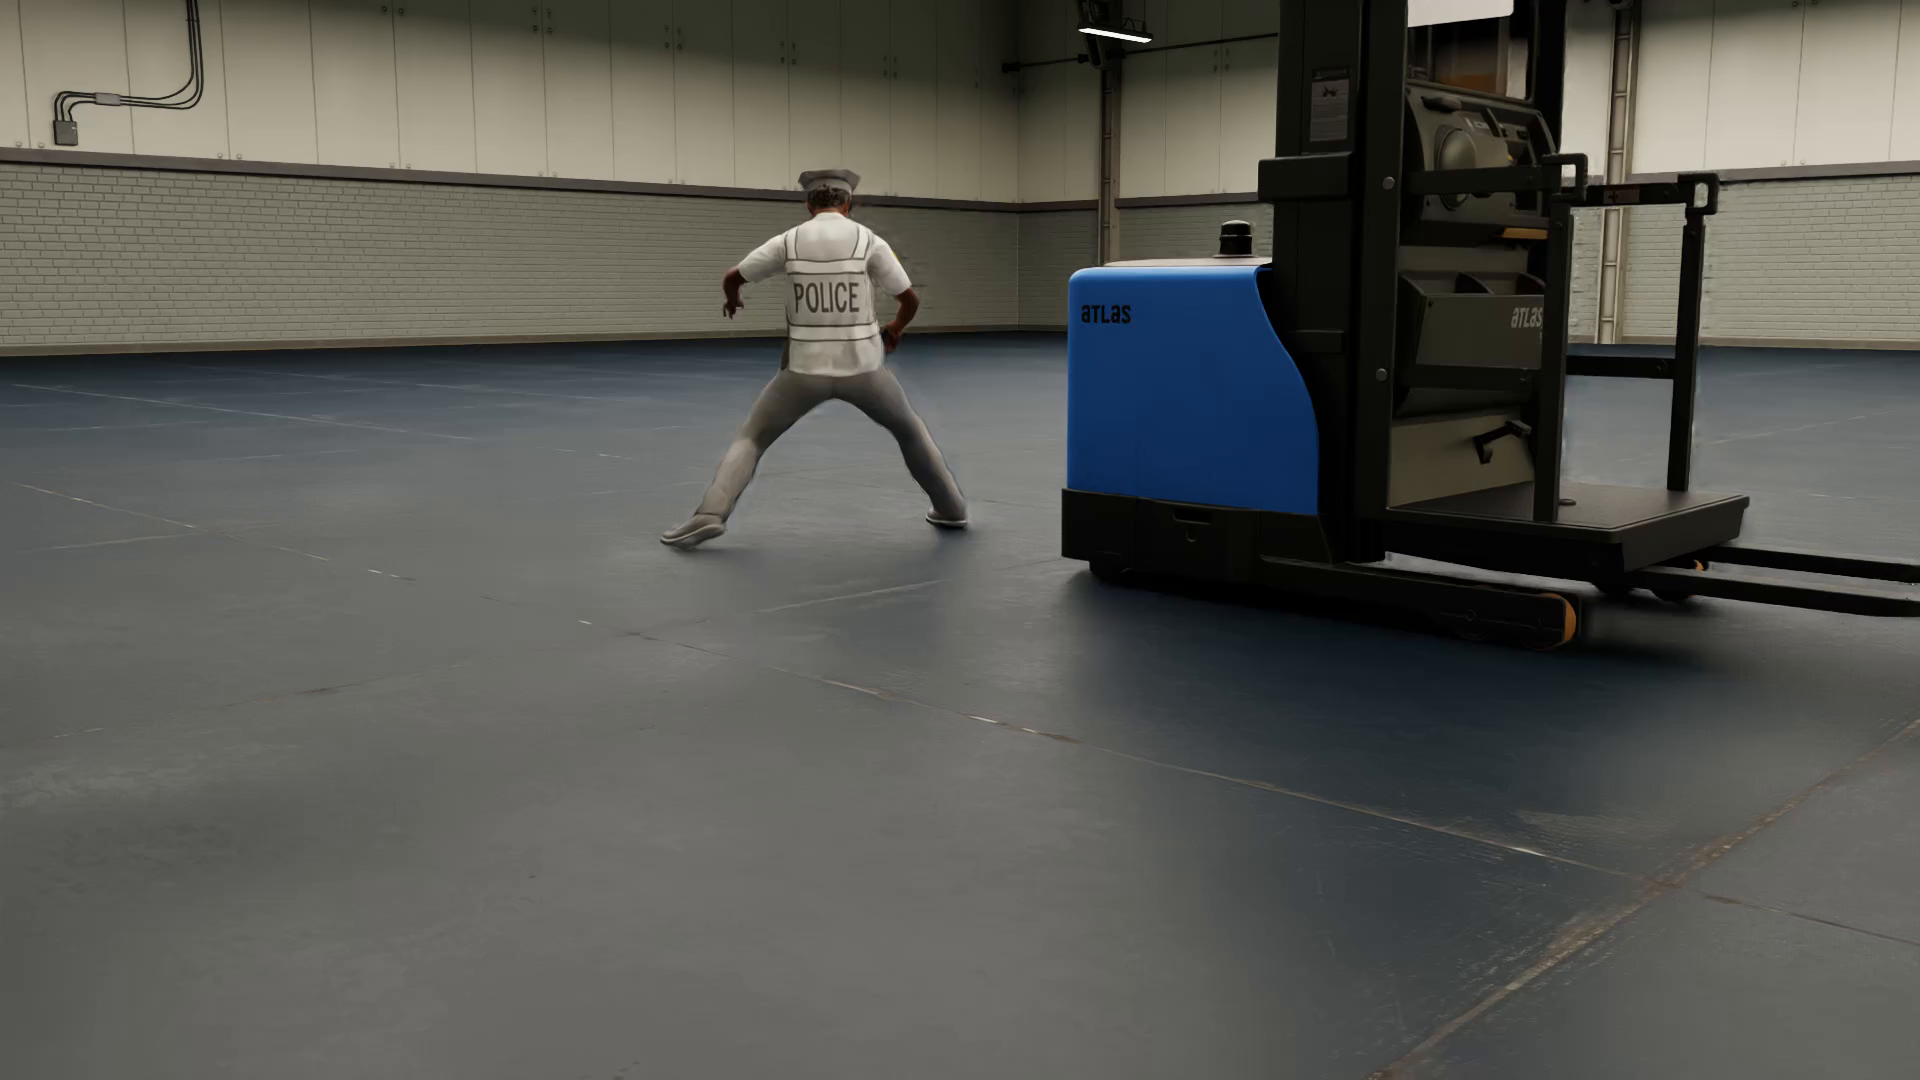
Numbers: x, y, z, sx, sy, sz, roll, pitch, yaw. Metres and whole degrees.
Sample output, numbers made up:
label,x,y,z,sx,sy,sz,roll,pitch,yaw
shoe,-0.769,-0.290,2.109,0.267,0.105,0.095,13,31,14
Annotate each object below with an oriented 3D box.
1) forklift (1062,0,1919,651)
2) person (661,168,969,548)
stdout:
label,x,y,z,sx,sy,sz,roll,pitch,yaw
forklift,1.778,-1.225,5.011,3.031,2.935,1.130,8,12,43
person,-0.565,-0.738,6.697,1.204,1.473,0.878,0,9,0
